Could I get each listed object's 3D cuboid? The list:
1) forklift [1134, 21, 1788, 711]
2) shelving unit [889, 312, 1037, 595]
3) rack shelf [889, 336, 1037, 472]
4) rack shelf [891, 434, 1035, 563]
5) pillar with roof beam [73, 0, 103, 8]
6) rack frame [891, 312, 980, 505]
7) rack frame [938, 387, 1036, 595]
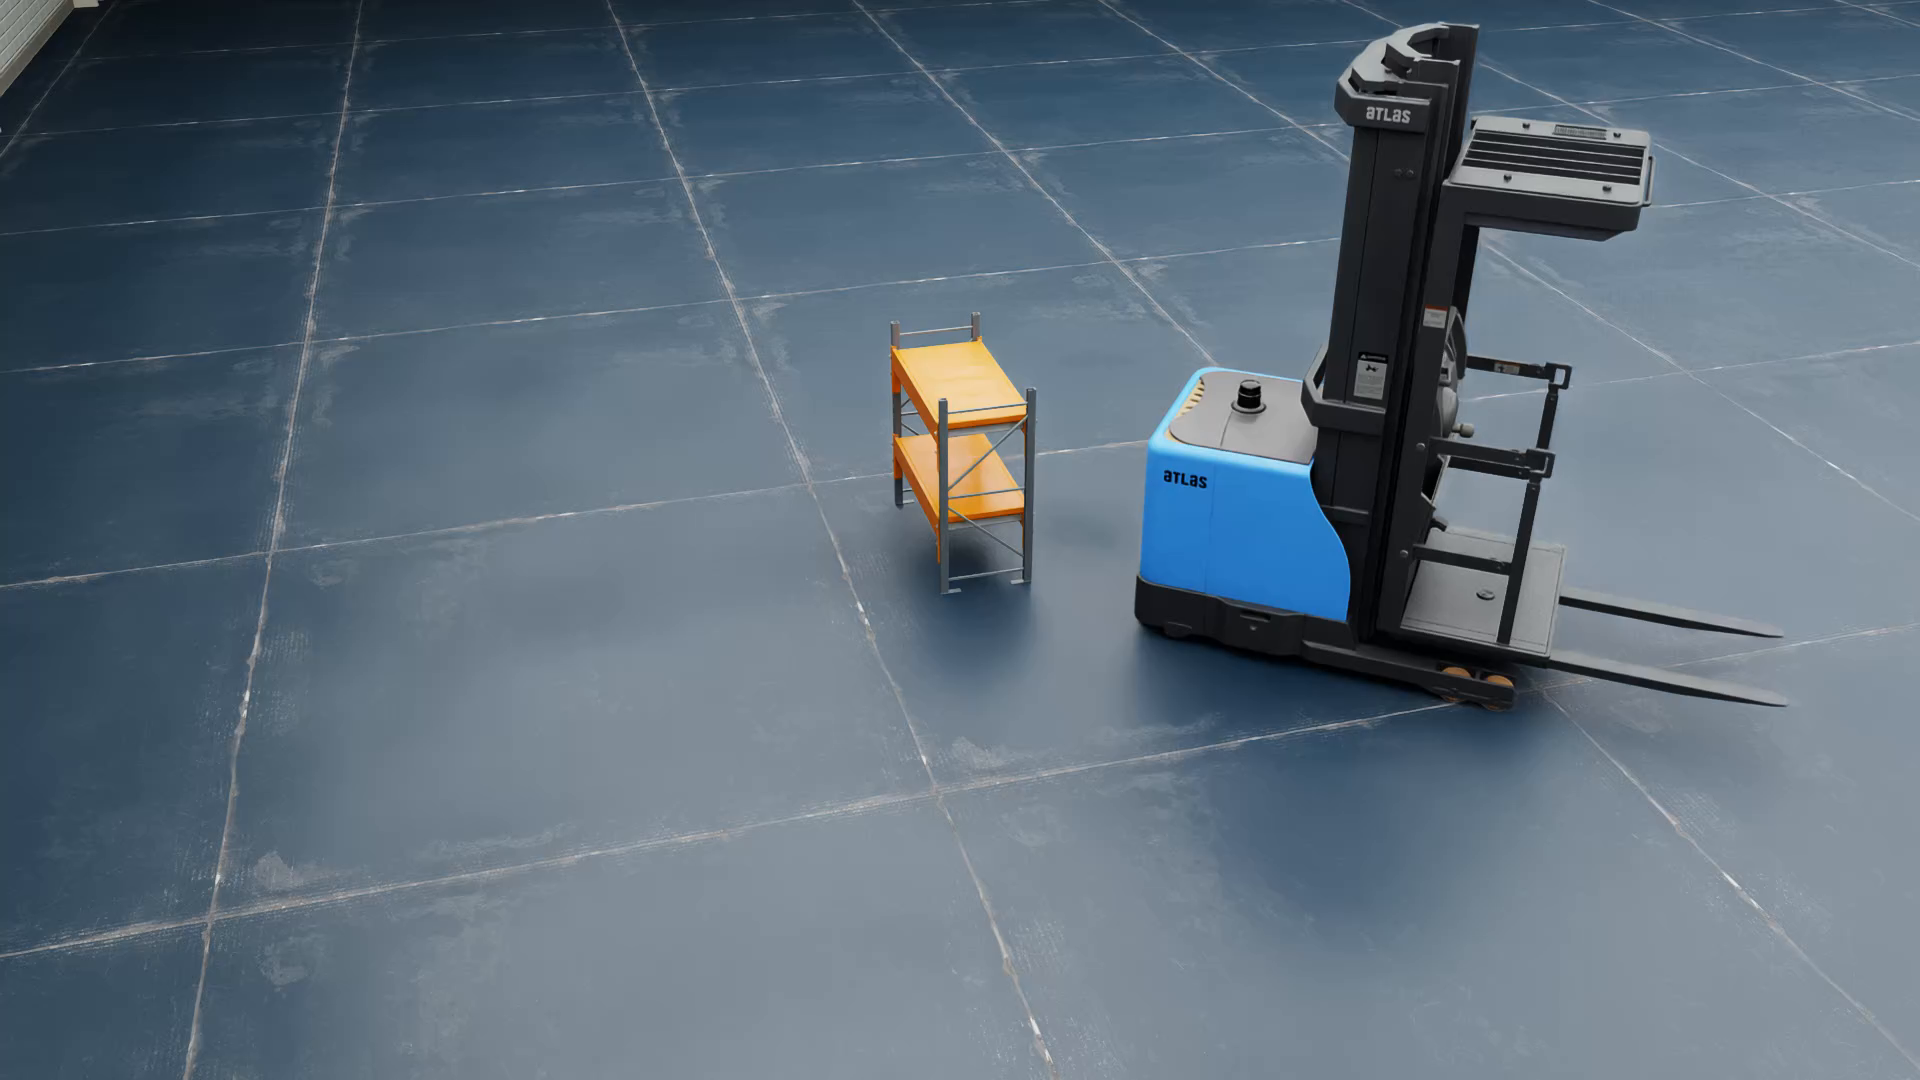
[{"bbox_3d":[2.456,-0.763,7.642,3.031,2.935,1.130,11,32,19],"label":"forklift"},{"bbox_3d":[0.002,-0.484,8.963,0.538,1.125,1.048,-8,31,-13],"label":"shelving unit"},{"bbox_3d":[0.002,-0.737,8.816,0.538,0.278,1.000,-8,31,-13],"label":"rack shelf"},{"bbox_3d":[0.002,-0.272,9.085,0.538,0.278,1.000,-8,31,-13],"label":"rack shelf"},{"bbox_3d":[-6.811,-11.205,19.626,9.100,9.000,0.400,-8,31,-13],"label":"pillar with roof beam"},{"bbox_3d":[-0.133,-0.729,9.387,0.500,1.125,0.032,-8,31,-13],"label":"rack frame"},{"bbox_3d":[0.137,-0.238,8.538,0.500,1.125,0.032,-8,31,-13],"label":"rack frame"}]
